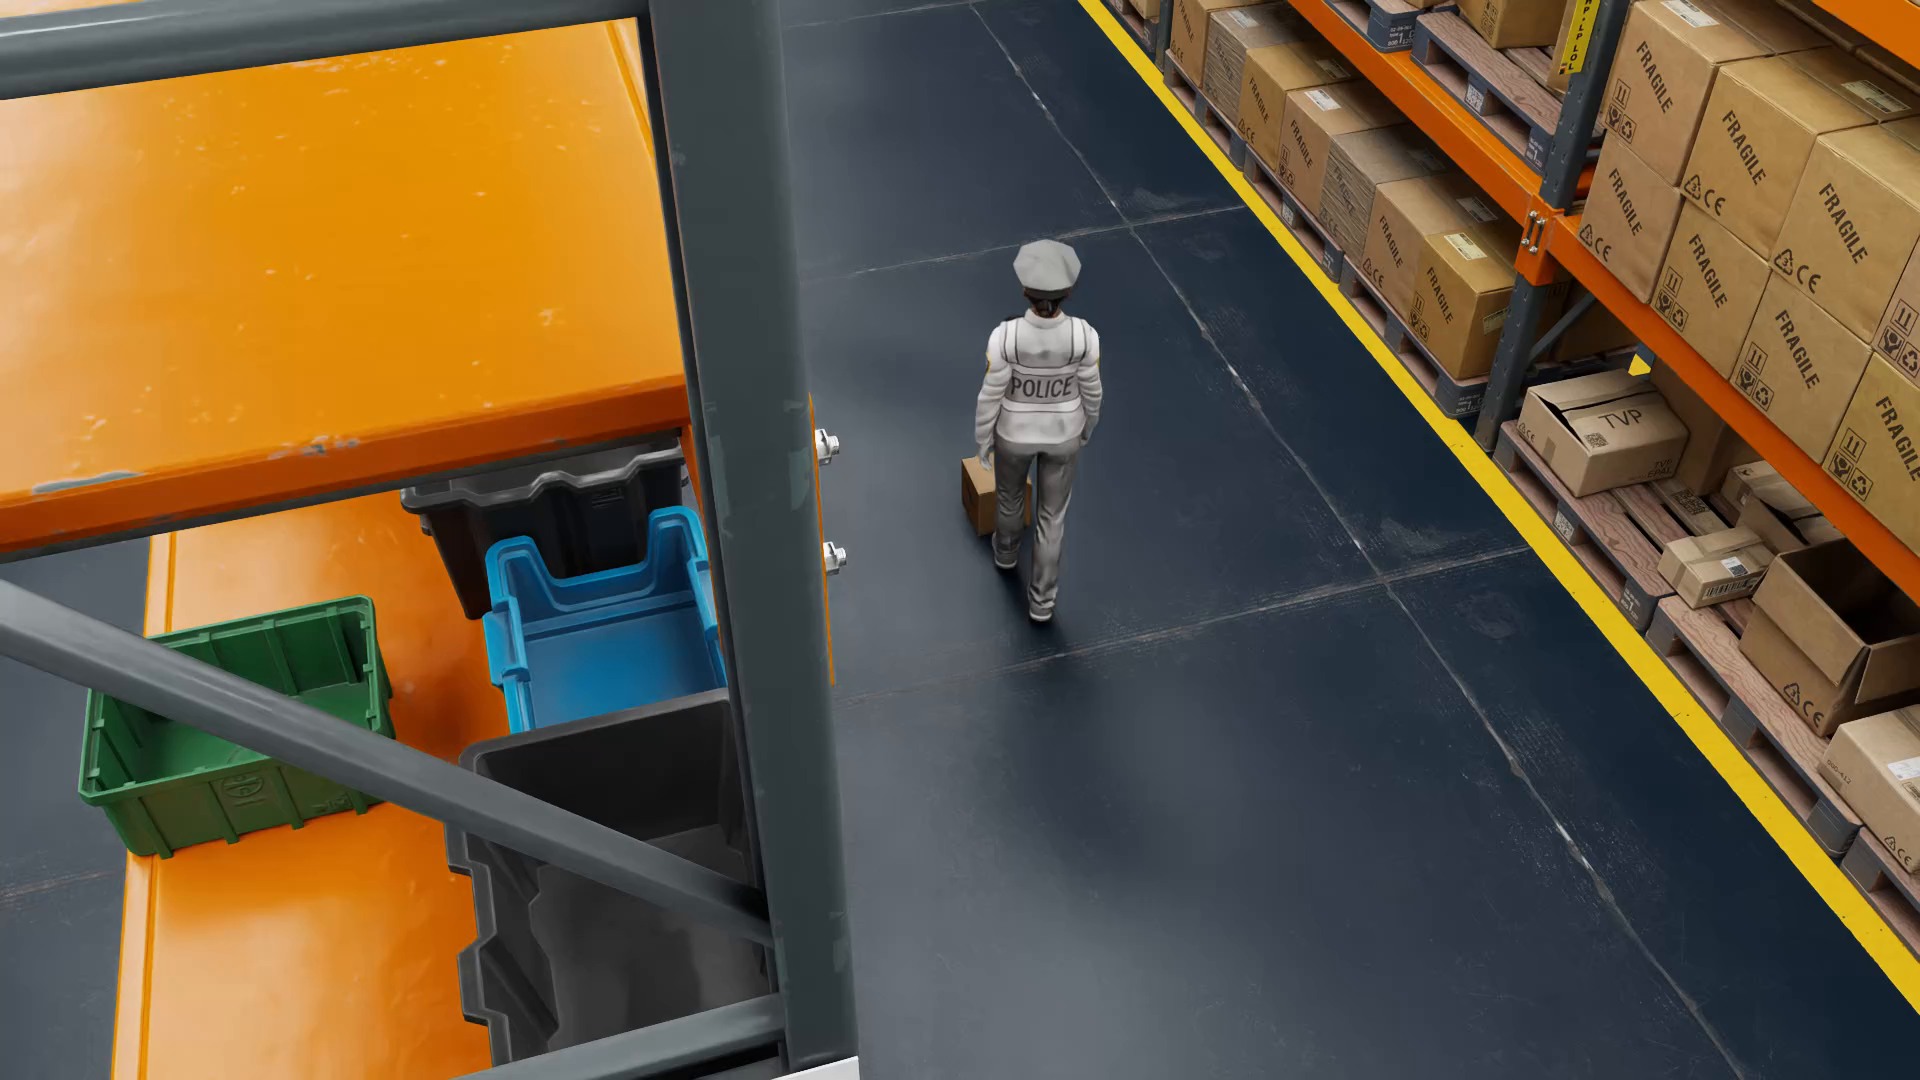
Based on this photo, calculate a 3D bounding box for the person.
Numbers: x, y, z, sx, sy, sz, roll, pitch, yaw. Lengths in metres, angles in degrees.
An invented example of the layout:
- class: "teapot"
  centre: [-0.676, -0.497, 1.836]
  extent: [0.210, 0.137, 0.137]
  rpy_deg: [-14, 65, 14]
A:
- class: "person"
  centre: [0.305, -0.454, 6.640]
  extent: [0.500, 1.672, 0.634]
  rpy_deg: [0, 42, 0]
